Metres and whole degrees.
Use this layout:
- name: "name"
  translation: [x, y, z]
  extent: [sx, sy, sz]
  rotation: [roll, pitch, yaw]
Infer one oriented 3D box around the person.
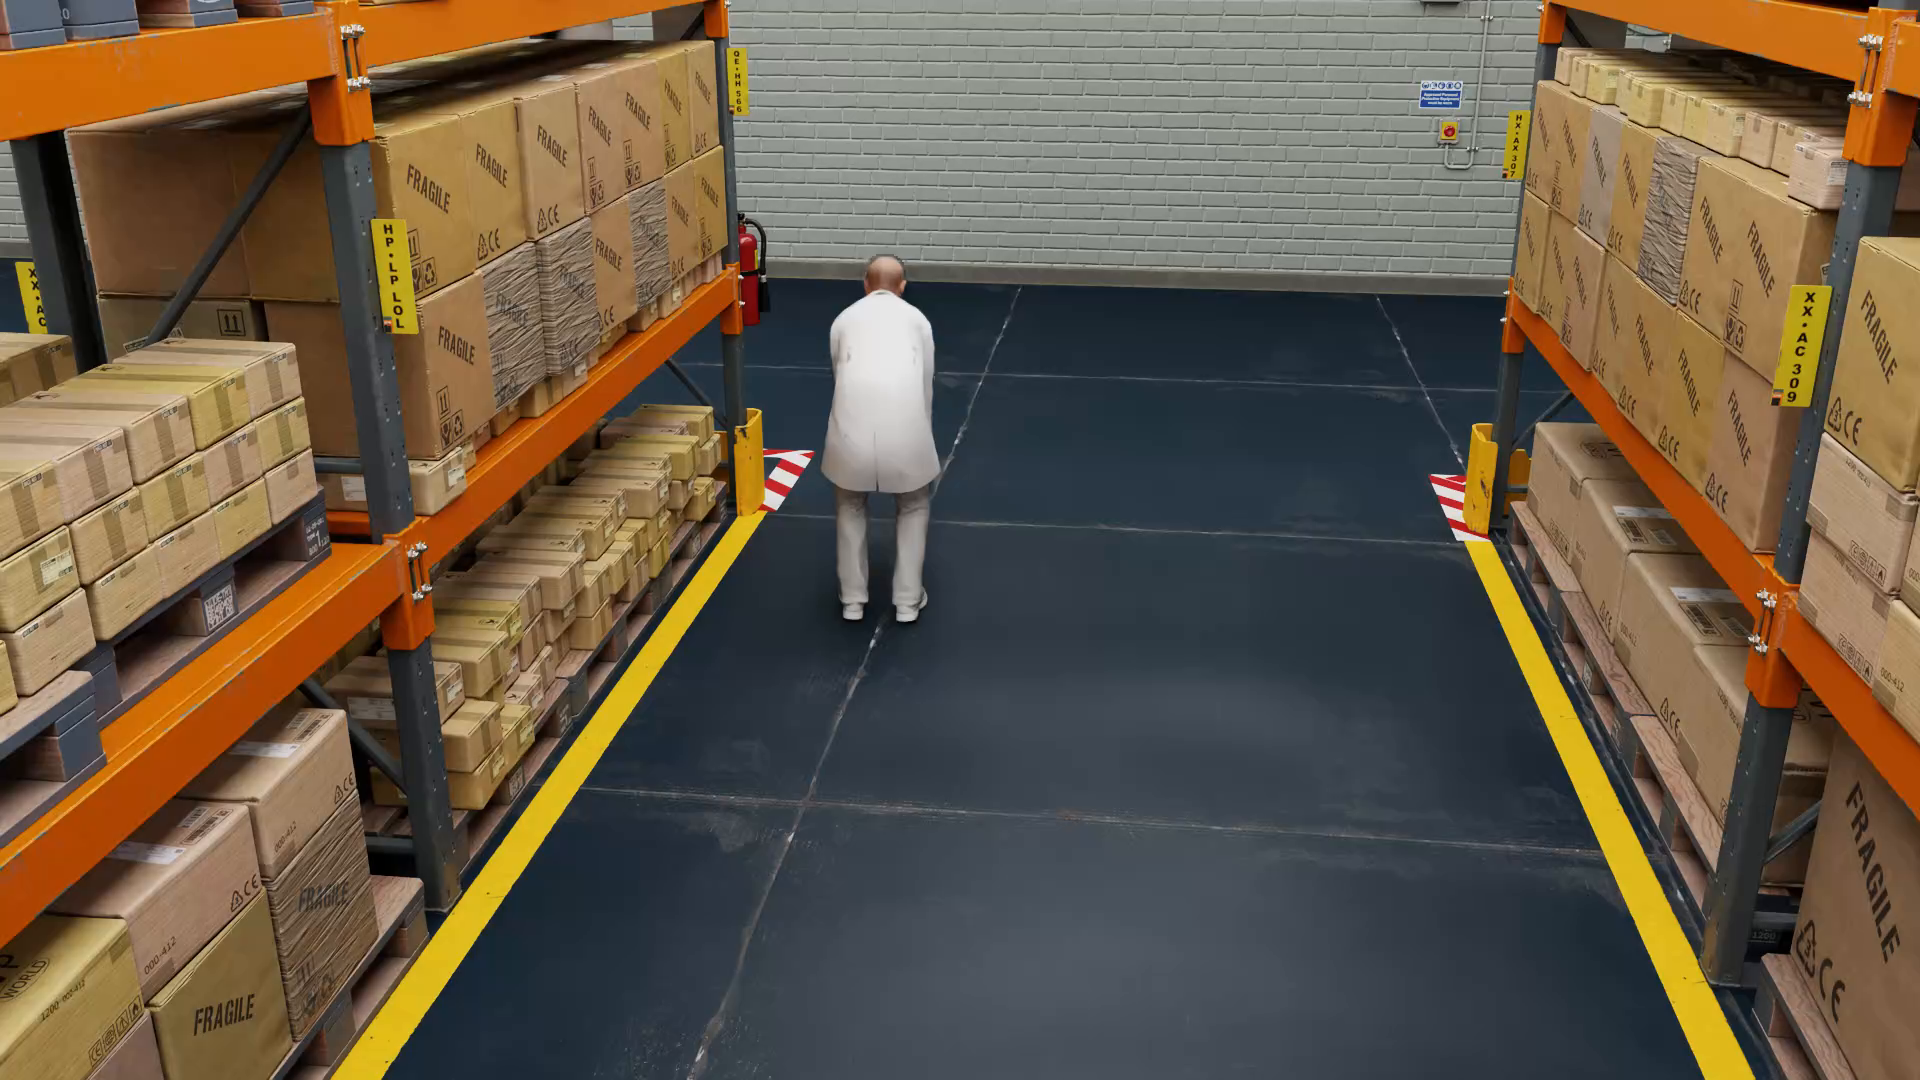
- name: "person"
  translation: [-0.347, -0.460, 7.619]
  extent: [0.547, 1.564, 0.760]
  rotation: [1, 21, 4]
